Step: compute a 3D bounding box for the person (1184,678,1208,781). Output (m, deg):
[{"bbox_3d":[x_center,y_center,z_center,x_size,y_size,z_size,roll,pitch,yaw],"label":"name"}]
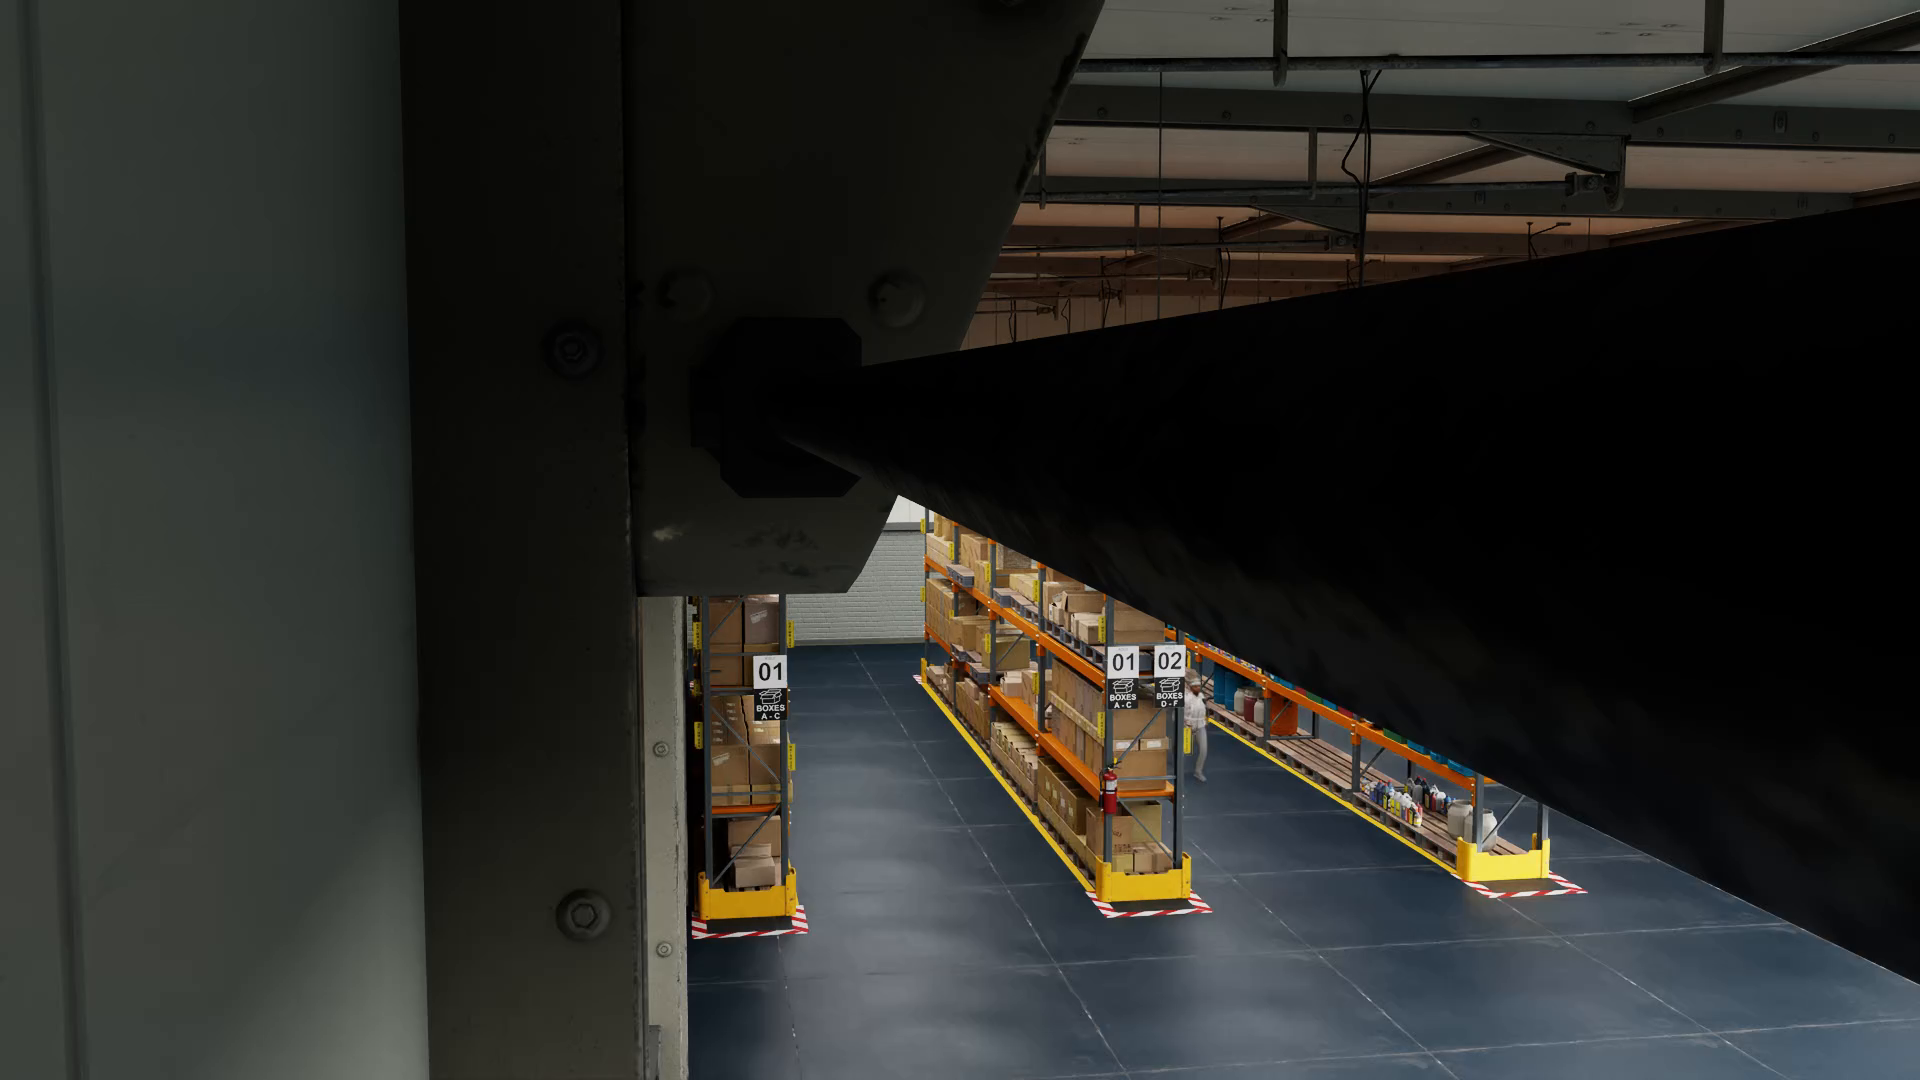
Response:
[{"bbox_3d":[3.872,3.101,27.567,0.568,1.682,0.864,-1,5,-15],"label":"person"}]
